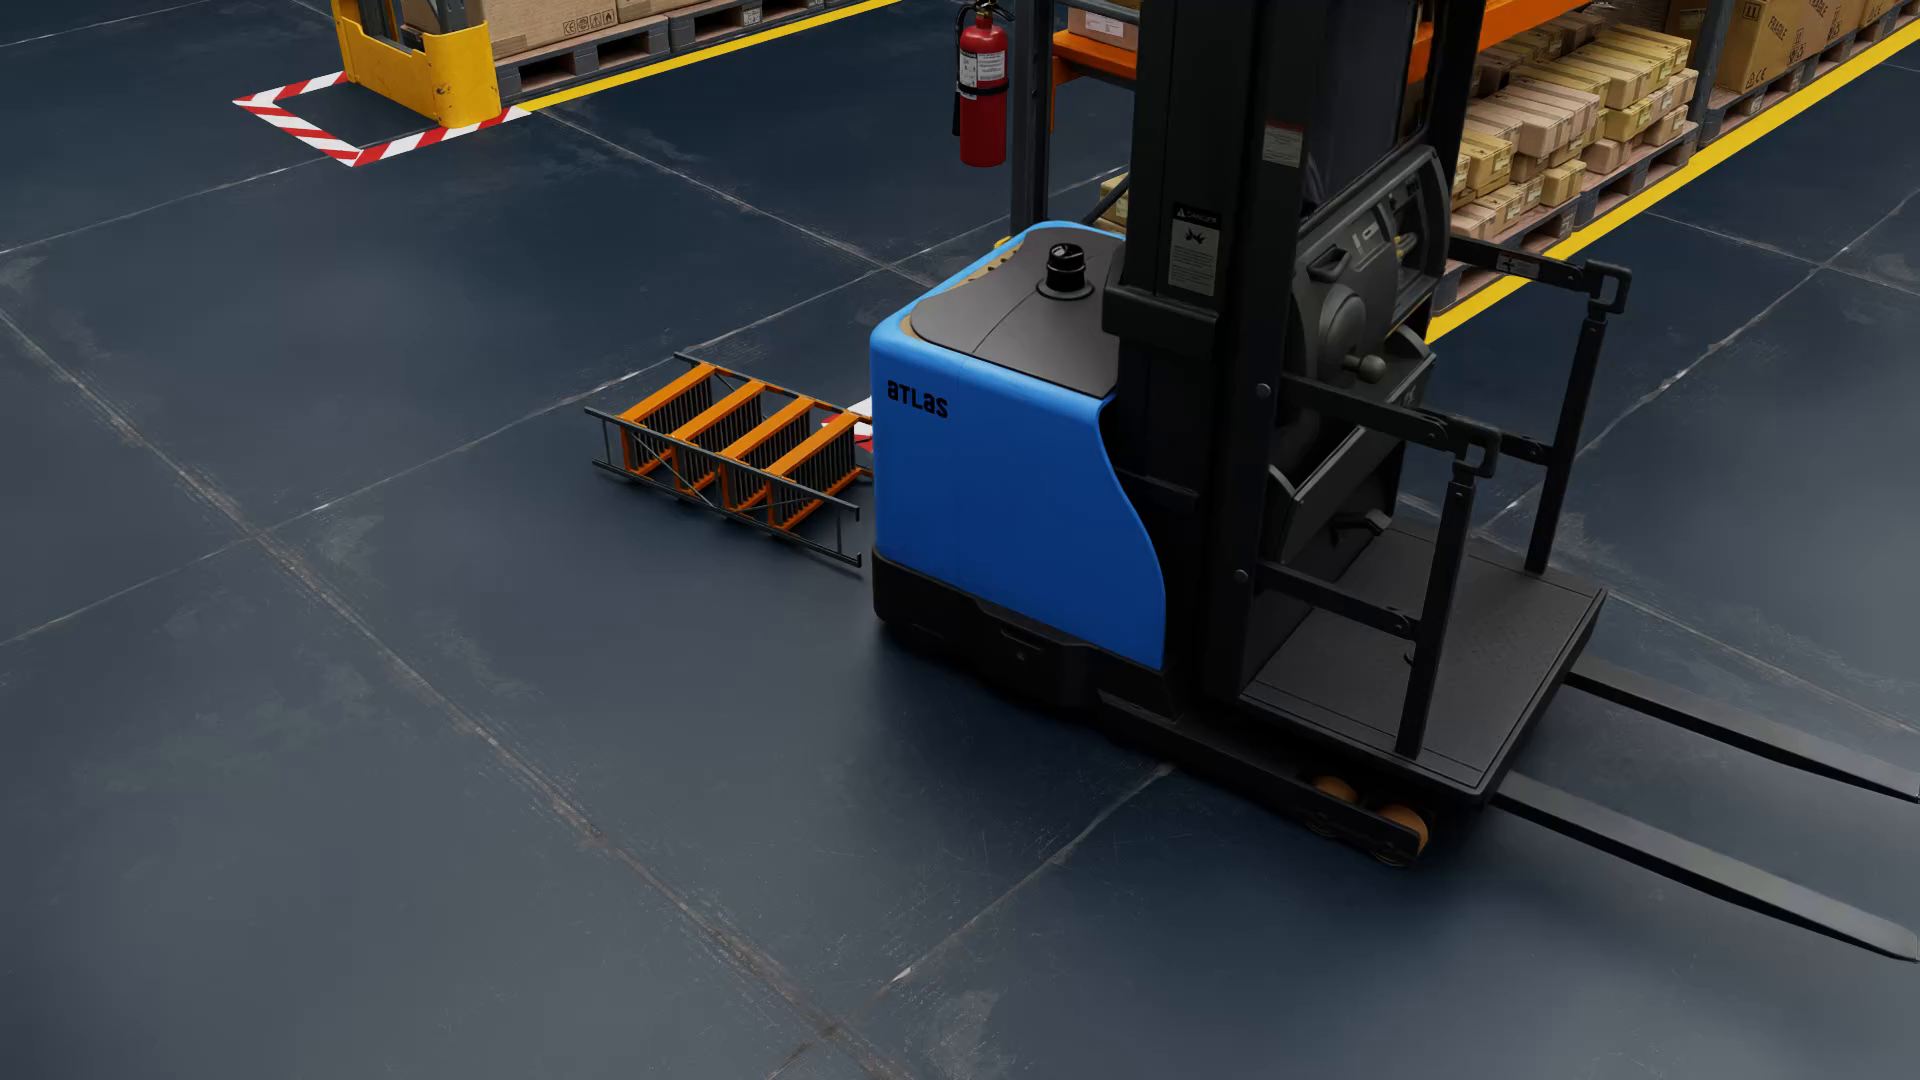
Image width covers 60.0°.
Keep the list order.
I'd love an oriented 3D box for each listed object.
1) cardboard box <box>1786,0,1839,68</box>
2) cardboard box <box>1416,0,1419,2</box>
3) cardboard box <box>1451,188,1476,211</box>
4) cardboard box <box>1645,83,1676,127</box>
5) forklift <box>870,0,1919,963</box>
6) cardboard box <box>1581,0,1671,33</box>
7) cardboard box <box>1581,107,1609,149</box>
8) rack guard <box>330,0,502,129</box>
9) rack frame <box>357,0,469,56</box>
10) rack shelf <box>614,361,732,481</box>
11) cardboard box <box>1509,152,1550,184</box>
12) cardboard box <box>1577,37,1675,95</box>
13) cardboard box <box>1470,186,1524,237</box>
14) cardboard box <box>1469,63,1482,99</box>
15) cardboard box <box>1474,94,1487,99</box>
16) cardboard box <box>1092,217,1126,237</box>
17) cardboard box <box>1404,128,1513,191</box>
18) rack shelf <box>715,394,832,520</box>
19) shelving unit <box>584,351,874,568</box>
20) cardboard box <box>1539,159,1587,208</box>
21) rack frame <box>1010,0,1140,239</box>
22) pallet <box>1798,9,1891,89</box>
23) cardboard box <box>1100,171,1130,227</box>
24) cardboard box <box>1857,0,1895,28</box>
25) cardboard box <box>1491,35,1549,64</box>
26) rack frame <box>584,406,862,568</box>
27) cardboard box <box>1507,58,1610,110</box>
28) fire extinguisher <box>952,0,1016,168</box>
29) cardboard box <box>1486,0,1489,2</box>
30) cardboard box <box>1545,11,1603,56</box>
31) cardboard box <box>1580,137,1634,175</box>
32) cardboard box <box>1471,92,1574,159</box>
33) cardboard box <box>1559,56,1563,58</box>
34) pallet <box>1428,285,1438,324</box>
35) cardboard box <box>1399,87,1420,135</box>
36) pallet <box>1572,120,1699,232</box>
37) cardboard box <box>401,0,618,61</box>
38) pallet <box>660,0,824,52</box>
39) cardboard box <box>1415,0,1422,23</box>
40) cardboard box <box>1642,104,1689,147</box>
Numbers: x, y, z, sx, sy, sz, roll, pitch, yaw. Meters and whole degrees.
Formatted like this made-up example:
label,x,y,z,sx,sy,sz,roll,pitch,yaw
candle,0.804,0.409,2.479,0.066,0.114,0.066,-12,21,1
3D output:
label,x,y,z,sx,sy,sz,roll,pitch,yaw
cardboard box,4.488,-2.957,9.186,0.500,0.500,0.500,-28,43,-34
cardboard box,1.461,-2.239,5.991,0.500,0.500,0.500,30,45,35
cardboard box,2.022,-1.568,7.242,0.250,0.149,0.380,-27,43,-33
cardboard box,3.229,-2.155,8.083,0.380,0.149,0.250,27,43,33
forklift,1.226,-0.670,4.149,3.031,2.935,1.130,22,40,28
cardboard box,3.750,-2.950,9.176,0.500,0.500,0.500,29,44,35
cardboard box,2.807,-1.977,7.828,0.250,0.149,0.380,-29,44,-35
rack guard,-3.012,-2.697,9.180,1.175,0.500,0.348,30,45,35
rack frame,-2.995,-3.732,8.478,1.000,3.000,0.127,30,45,35
rack shelf,-1.038,-0.433,6.113,0.148,0.258,0.480,20,40,26
cardboard box,2.438,-1.765,7.524,0.380,0.149,0.250,27,43,33
cardboard box,3.190,-2.279,8.001,0.250,0.149,0.380,-29,44,-35
cardboard box,2.266,-1.498,7.400,0.380,0.149,0.250,30,45,35
cardboard box,2.233,-2.196,7.882,0.250,0.149,0.380,-29,44,-35
cardboard box,2.472,-2.147,8.072,0.380,0.149,0.250,27,43,33
cardboard box,0.759,-1.232,6.759,0.380,0.149,0.250,28,44,34
cardboard box,2.113,-1.642,7.088,0.250,0.149,0.380,-29,44,-35
rack shelf,-0.651,-0.290,5.909,0.148,0.258,0.480,20,40,26
shelving unit,-0.707,-0.311,5.939,1.200,0.258,0.503,20,40,26
cardboard box,2.644,-1.688,7.673,0.380,0.149,0.250,29,44,35
rack frame,0.589,-1.778,5.677,1.000,3.000,0.127,30,45,35
pallet,4.815,-3.072,9.970,1.003,0.211,1.213,30,45,35
cardboard box,0.782,-1.342,6.656,0.250,0.149,0.380,-29,44,-35
cardboard box,5.218,-3.369,9.777,0.500,0.500,0.500,27,43,33
cardboard box,2.638,-2.381,8.148,0.380,0.149,0.250,29,44,35
rack frame,-0.839,-0.194,5.770,1.200,0.240,0.015,20,40,26
cardboard box,2.781,-2.101,7.746,0.250,0.149,0.380,-28,44,-34
fire extinguisher,0.084,-1.677,5.926,0.296,0.674,0.183,30,45,35
cardboard box,1.915,-2.231,6.546,0.380,0.149,0.250,29,44,34
cardboard box,3.018,-2.592,8.449,0.250,0.149,0.380,-28,44,-34
cardboard box,2.990,-1.903,7.981,0.380,0.149,0.250,28,44,34
cardboard box,2.475,-1.840,7.371,0.380,0.149,0.250,28,44,34
cardboard box,2.925,-2.508,8.589,0.250,0.149,0.380,-28,43,-34
pallet,1.240,-0.980,6.971,1.003,0.211,1.213,30,45,35
cardboard box,1.898,-1.968,7.554,0.250,0.149,0.380,-30,45,-35
pallet,2.959,-1.971,8.391,1.003,0.211,1.213,30,45,35
cardboard box,-2.601,-3.161,9.533,0.875,0.438,0.875,28,44,34
pallet,-1.627,-3.437,10.493,1.003,0.211,1.213,30,45,35
cardboard box,1.513,-2.042,6.275,0.250,0.149,0.380,-28,43,-34
cardboard box,3.373,-2.108,8.275,0.250,0.149,0.380,-29,44,-35
